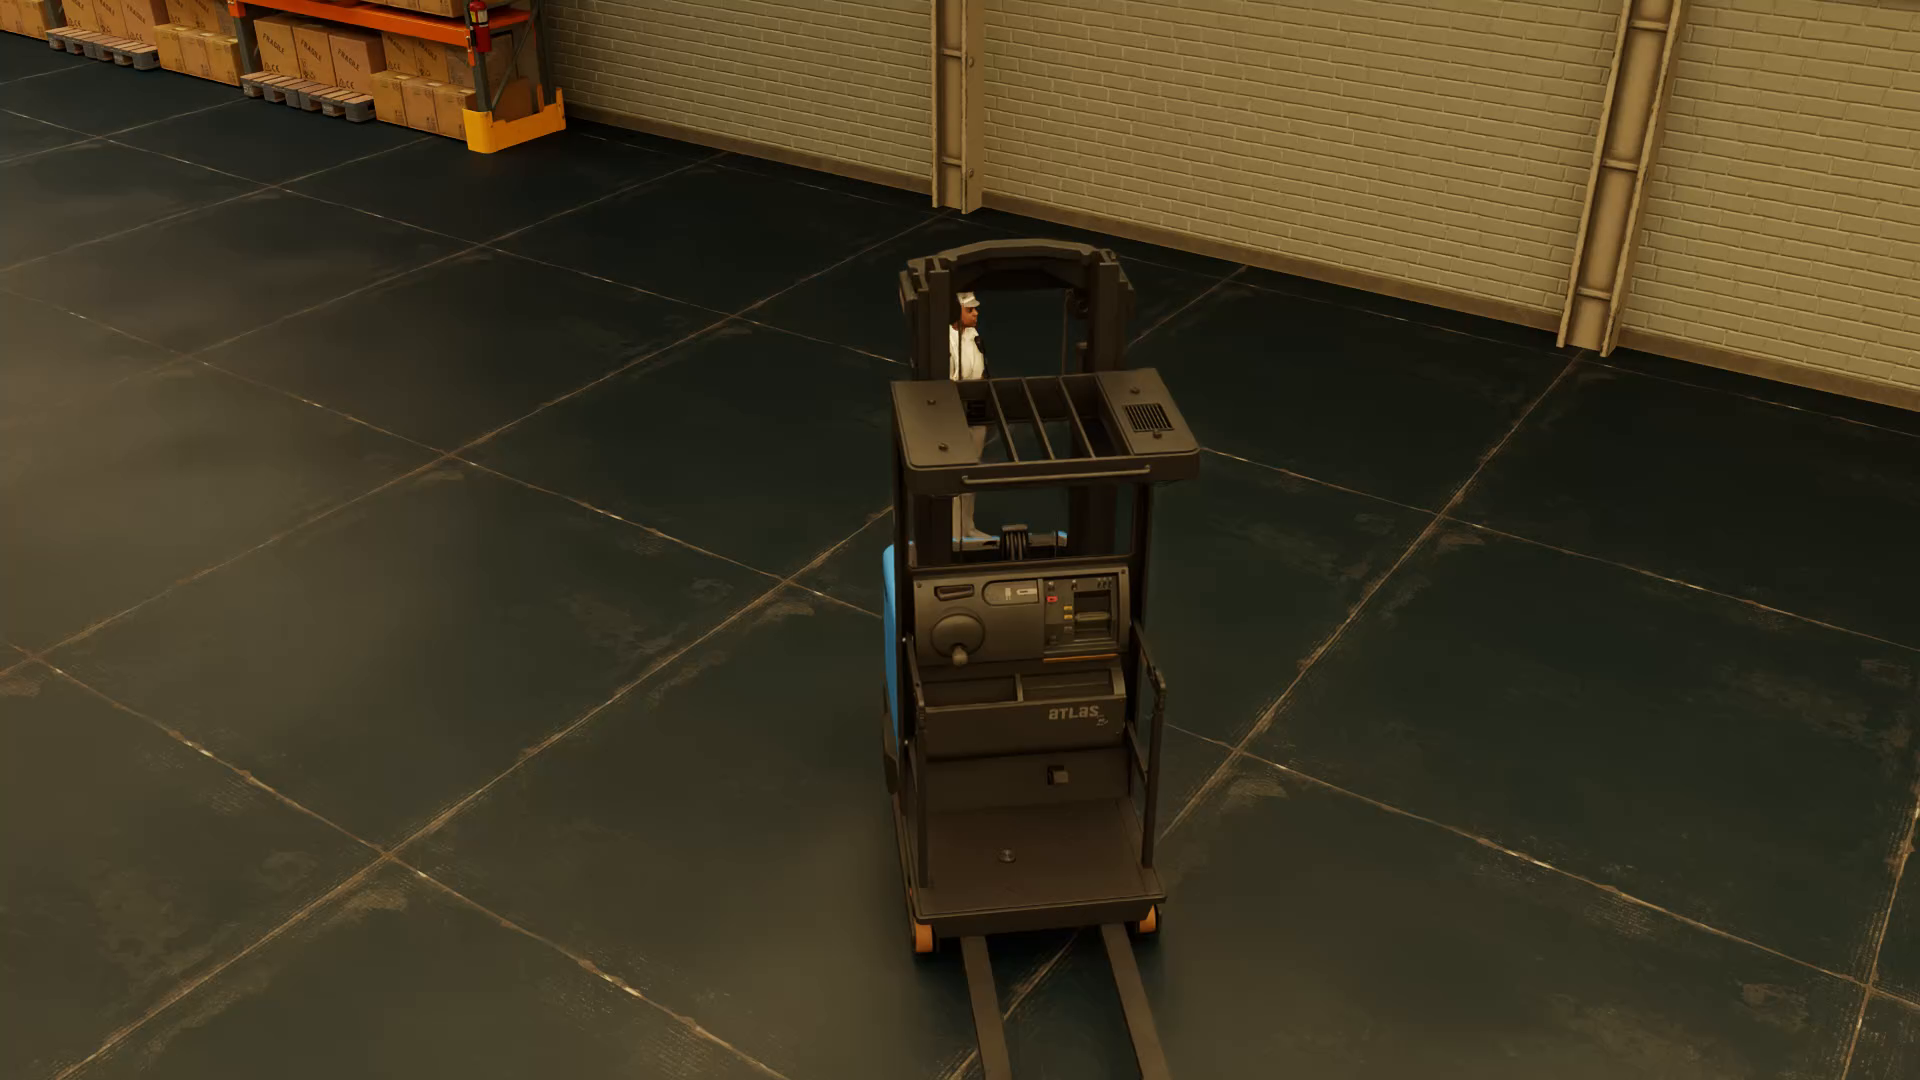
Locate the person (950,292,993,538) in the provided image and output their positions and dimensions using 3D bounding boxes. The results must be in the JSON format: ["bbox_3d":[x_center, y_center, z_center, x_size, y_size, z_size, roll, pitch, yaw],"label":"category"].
[{"bbox_3d":[0.051,-0.710,10.020,0.528,1.695,0.569,19,35,29],"label":"person"}]

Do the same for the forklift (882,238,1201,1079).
[{"bbox_3d":[0.296,0.372,6.941,1.130,2.935,3.031,-4,30,-6],"label":"forklift"}]
